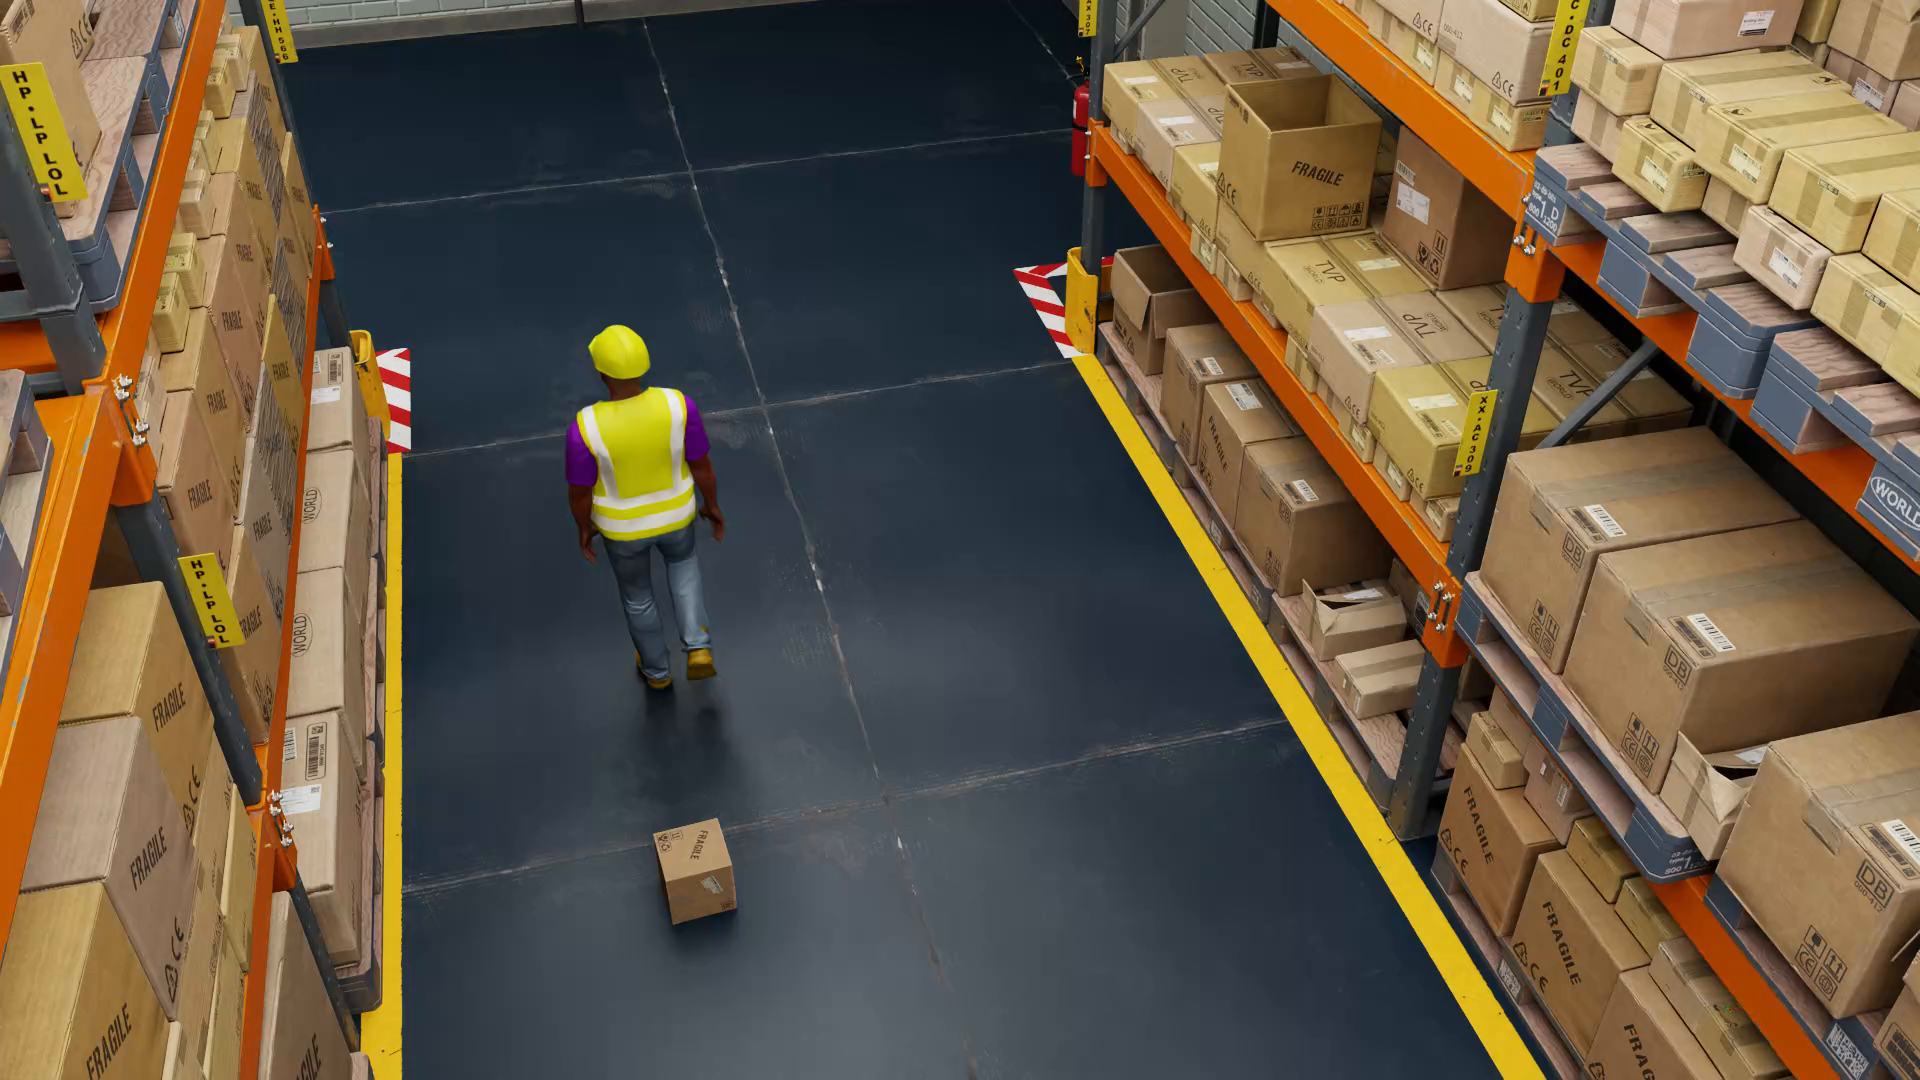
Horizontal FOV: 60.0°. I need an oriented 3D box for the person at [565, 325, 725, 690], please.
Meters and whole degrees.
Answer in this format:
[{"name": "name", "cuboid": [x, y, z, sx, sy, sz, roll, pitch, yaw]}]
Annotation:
[{"name": "person", "cuboid": [-1.265, -0.089, 6.766, 0.603, 1.759, 0.516, -15, 40, -19]}]
